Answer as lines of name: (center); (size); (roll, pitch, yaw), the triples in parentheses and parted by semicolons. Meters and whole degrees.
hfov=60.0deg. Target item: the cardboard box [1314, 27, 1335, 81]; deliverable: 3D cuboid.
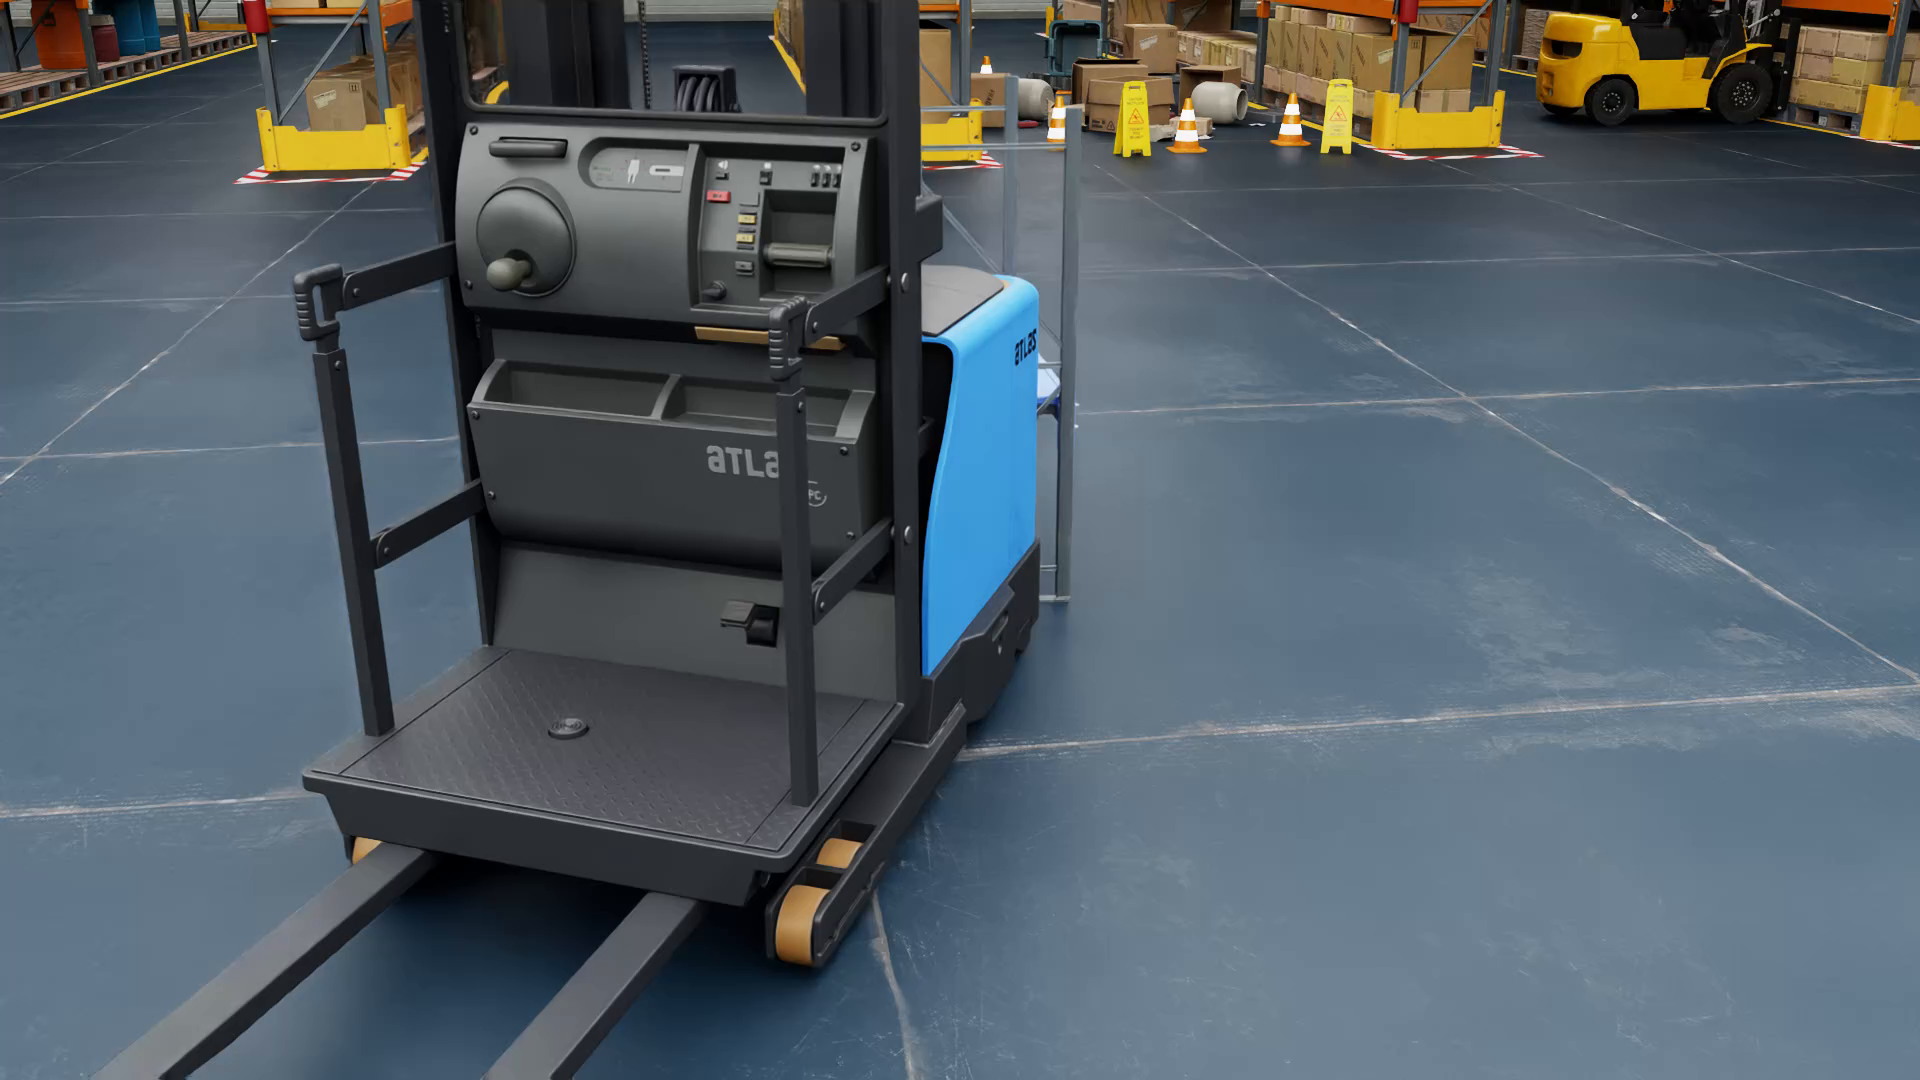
cardboard box: (3.959, -4.967, 16.986); (0.500, 0.500, 0.500); (-3, 21, -9)

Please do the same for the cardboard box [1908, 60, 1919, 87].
cardboard box: (9.526, -4.655, 16.507); (0.500, 0.250, 0.500); (-3, 21, -7)

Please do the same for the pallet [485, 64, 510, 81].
pallet: (-6.522, -6.328, 22.356); (1.003, 0.211, 1.213); (-3, 21, -8)

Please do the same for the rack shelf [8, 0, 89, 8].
rack shelf: (-11.672, -7.463, 22.439); (1.077, 0.370, 4.000); (-3, 21, -8)

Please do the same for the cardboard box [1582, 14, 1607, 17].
cardboard box: (8.511, -6.517, 21.673); (0.875, 0.625, 0.625); (-4, 21, -10)

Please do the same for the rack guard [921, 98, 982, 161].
rack guard: (-0.403, -3.623, 14.703); (1.175, 0.500, 0.348); (-3, 21, -8)

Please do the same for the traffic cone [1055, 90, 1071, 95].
traffic cone: (1.305, -5.692, 20.296); (0.336, 0.463, 0.334); (-3, 21, -8)

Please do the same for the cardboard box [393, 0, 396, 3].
cardboard box: (-5.230, -4.841, 14.749); (0.380, 0.149, 0.250); (-3, 21, -8)

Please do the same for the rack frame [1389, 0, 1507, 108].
rack frame: (4.477, -5.087, 15.050); (1.000, 3.000, 0.127); (-3, 21, -8)

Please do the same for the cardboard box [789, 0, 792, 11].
cardboard box: (-2.292, -8.065, 24.924); (0.500, 0.250, 0.500); (-4, 21, -10)

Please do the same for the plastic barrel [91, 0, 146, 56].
plastic barrel: (-11.797, -7.272, 23.297); (0.600, 0.901, 0.708); (-3, 21, -8)

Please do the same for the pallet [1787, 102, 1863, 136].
pallet: (9.237, -4.295, 16.915); (1.003, 0.211, 1.213); (-3, 21, -8)

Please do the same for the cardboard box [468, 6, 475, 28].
cardboard box: (-6.356, -6.513, 20.740); (0.500, 0.250, 0.500); (-2, 21, -6)

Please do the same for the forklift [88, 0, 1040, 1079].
forklift: (-0.699, -0.660, 3.293); (1.130, 2.935, 3.031); (6, 21, 16)

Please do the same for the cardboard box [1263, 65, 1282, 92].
cardboard box: (3.718, -5.163, 18.582); (0.500, 0.250, 0.500); (-4, 21, -10)

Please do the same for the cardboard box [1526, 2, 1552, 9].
cardboard box: (8.457, -7.728, 24.165); (0.380, 0.149, 0.250); (-2, 21, -6)

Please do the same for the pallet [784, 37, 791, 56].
pallet: (-2.268, -7.882, 26.517); (1.003, 0.211, 1.213); (-3, 21, -8)

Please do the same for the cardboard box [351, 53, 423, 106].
cardboard box: (-5.798, -4.660, 16.877); (0.500, 0.500, 0.500); (4, 21, 9)

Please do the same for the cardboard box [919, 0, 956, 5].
cardboard box: (-0.505, -4.999, 14.599); (0.875, 0.550, 0.550); (-3, 21, -8)

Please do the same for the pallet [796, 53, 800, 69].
pallet: (-1.844, -6.958, 24.045); (1.003, 0.211, 1.213); (-3, 21, -8)

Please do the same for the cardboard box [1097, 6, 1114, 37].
cardboard box: (2.763, -8.461, 27.145); (0.875, 0.438, 0.875); (-3, 21, -9)

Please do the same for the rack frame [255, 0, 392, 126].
rack frame: (-5.330, -4.587, 13.711); (1.000, 3.000, 0.127); (-3, 21, -8)

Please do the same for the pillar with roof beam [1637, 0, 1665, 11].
pillar with roof beam: (5.055, -10.296, 20.422); (9.100, 9.000, 0.400); (-3, 21, -8)

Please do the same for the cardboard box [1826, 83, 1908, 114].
cardboard box: (9.008, -4.394, 16.524); (0.500, 0.250, 0.500); (-3, 21, -7)

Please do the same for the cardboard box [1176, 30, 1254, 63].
cardboard box: (3.395, -6.627, 22.327); (0.950, 0.372, 0.625); (-4, 21, -11)

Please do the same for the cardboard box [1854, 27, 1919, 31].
cardboard box: (9.431, -5.065, 16.890); (0.500, 0.250, 0.500); (-3, 21, -8)

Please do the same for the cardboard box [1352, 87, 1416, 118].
cardboard box: (4.091, -4.270, 16.193); (0.500, 0.250, 0.500); (-3, 21, -8)

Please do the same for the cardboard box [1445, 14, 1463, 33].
cardboard box: (7.728, -7.804, 25.295); (0.500, 0.500, 0.500); (-4, 21, -10)

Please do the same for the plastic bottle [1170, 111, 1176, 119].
plastic bottle: (2.231, -4.554, 17.822); (0.133, 0.061, 0.283); (1, 20, 2)

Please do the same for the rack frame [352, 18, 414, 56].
rack frame: (-5.906, -5.972, 17.419); (1.000, 3.000, 0.127); (-3, 21, -8)

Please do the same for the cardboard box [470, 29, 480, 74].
cardboard box: (-6.274, -5.970, 20.357); (0.700, 0.500, 0.500); (-5, 21, -12)

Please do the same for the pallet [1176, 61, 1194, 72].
pallet: (3.435, -6.280, 22.229); (1.003, 0.211, 1.213); (-3, 21, -8)

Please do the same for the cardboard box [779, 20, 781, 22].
cardboard box: (-2.954, -9.006, 29.016); (0.380, 0.149, 0.250); (-2, 21, -7)

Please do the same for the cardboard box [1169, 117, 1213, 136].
cardboard box: (2.289, -4.103, 16.490); (0.380, 0.149, 0.250); (8, 22, 20)

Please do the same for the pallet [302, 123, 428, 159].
pallet: (-5.423, -3.590, 15.028); (1.003, 0.211, 1.213); (-3, 21, -8)

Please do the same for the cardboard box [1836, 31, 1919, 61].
cardboard box: (9.013, -4.860, 16.341); (0.500, 0.250, 0.500); (-2, 21, -6)

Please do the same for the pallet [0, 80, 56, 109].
pallet: (-11.138, -5.109, 19.095); (1.003, 0.211, 1.213); (-3, 21, -8)

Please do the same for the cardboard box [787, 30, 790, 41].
cardboard box: (-2.530, -7.937, 26.154); (0.380, 0.149, 0.250); (-3, 21, -7)

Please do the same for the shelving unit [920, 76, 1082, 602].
shelving unit: (0.022, -0.683, 5.402); (0.538, 1.500, 1.048); (-3, 21, -8)

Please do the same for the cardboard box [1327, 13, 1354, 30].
cardboard box: (3.915, -5.217, 16.729); (0.380, 0.149, 0.250); (-2, 21, -5)

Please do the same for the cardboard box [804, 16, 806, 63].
cardboard box: (-1.297, -5.875, 19.774); (1.050, 0.750, 0.750); (-3, 21, -8)

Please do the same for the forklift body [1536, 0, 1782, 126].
forklift body: (7.310, -5.506, 17.383); (2.313, 2.155, 1.214); (-3, 21, -8)

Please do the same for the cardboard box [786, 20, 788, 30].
cardboard box: (-2.548, -8.144, 26.283); (0.380, 0.149, 0.250); (-4, 21, -10)

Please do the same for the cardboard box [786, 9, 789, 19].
cardboard box: (-2.564, -8.380, 26.489); (0.380, 0.149, 0.250); (-3, 21, -8)

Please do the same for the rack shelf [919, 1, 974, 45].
rack shelf: (-0.695, -5.158, 16.267); (1.077, 0.370, 4.000); (-3, 21, -8)

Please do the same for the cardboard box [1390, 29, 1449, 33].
cardboard box: (4.551, -4.829, 16.617); (0.500, 0.500, 0.500); (-4, 21, -10)

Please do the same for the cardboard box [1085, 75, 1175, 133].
cardboard box: (1.719, -4.398, 16.773); (0.637, 0.503, 0.797); (17, 27, 39)
